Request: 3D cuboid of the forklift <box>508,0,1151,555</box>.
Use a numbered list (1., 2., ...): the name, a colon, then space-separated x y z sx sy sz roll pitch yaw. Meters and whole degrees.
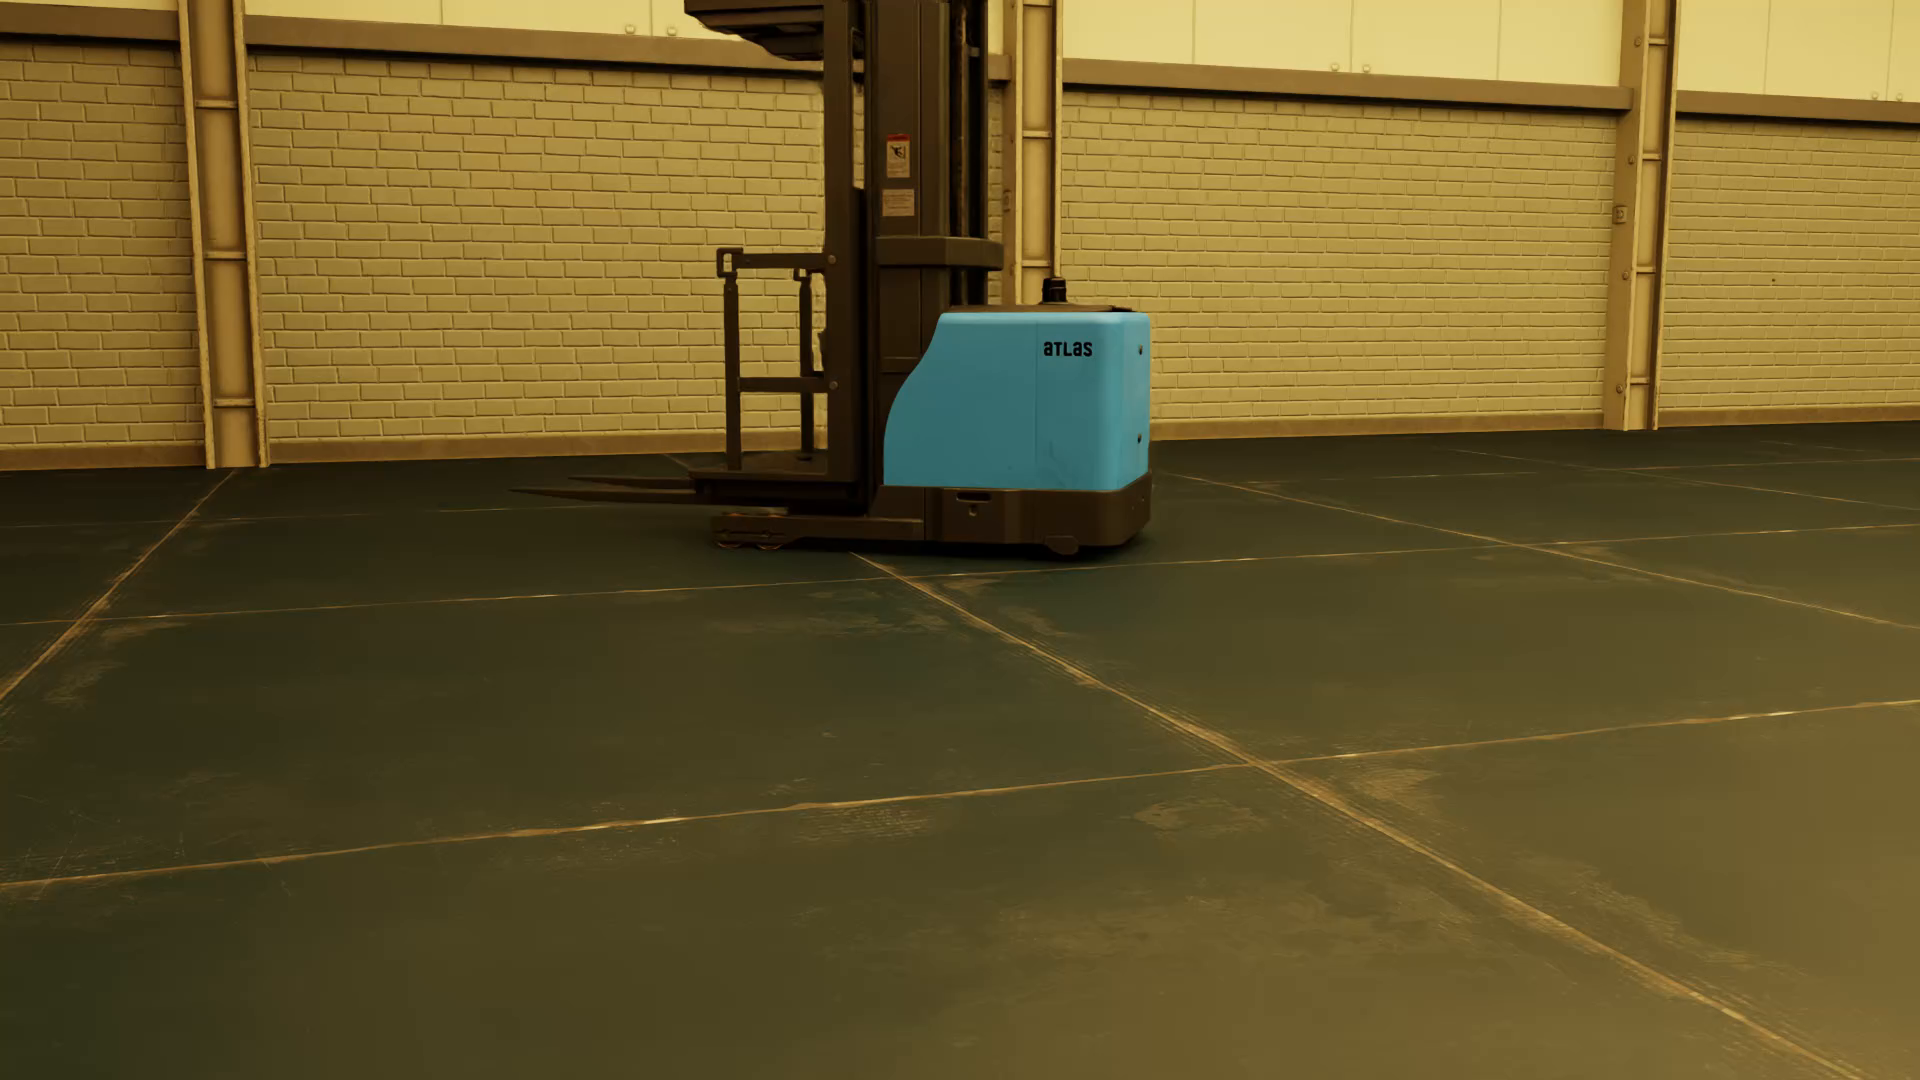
1. forklift: -0.650 -1.469 7.850 3.031 2.935 1.130 2 8 14
